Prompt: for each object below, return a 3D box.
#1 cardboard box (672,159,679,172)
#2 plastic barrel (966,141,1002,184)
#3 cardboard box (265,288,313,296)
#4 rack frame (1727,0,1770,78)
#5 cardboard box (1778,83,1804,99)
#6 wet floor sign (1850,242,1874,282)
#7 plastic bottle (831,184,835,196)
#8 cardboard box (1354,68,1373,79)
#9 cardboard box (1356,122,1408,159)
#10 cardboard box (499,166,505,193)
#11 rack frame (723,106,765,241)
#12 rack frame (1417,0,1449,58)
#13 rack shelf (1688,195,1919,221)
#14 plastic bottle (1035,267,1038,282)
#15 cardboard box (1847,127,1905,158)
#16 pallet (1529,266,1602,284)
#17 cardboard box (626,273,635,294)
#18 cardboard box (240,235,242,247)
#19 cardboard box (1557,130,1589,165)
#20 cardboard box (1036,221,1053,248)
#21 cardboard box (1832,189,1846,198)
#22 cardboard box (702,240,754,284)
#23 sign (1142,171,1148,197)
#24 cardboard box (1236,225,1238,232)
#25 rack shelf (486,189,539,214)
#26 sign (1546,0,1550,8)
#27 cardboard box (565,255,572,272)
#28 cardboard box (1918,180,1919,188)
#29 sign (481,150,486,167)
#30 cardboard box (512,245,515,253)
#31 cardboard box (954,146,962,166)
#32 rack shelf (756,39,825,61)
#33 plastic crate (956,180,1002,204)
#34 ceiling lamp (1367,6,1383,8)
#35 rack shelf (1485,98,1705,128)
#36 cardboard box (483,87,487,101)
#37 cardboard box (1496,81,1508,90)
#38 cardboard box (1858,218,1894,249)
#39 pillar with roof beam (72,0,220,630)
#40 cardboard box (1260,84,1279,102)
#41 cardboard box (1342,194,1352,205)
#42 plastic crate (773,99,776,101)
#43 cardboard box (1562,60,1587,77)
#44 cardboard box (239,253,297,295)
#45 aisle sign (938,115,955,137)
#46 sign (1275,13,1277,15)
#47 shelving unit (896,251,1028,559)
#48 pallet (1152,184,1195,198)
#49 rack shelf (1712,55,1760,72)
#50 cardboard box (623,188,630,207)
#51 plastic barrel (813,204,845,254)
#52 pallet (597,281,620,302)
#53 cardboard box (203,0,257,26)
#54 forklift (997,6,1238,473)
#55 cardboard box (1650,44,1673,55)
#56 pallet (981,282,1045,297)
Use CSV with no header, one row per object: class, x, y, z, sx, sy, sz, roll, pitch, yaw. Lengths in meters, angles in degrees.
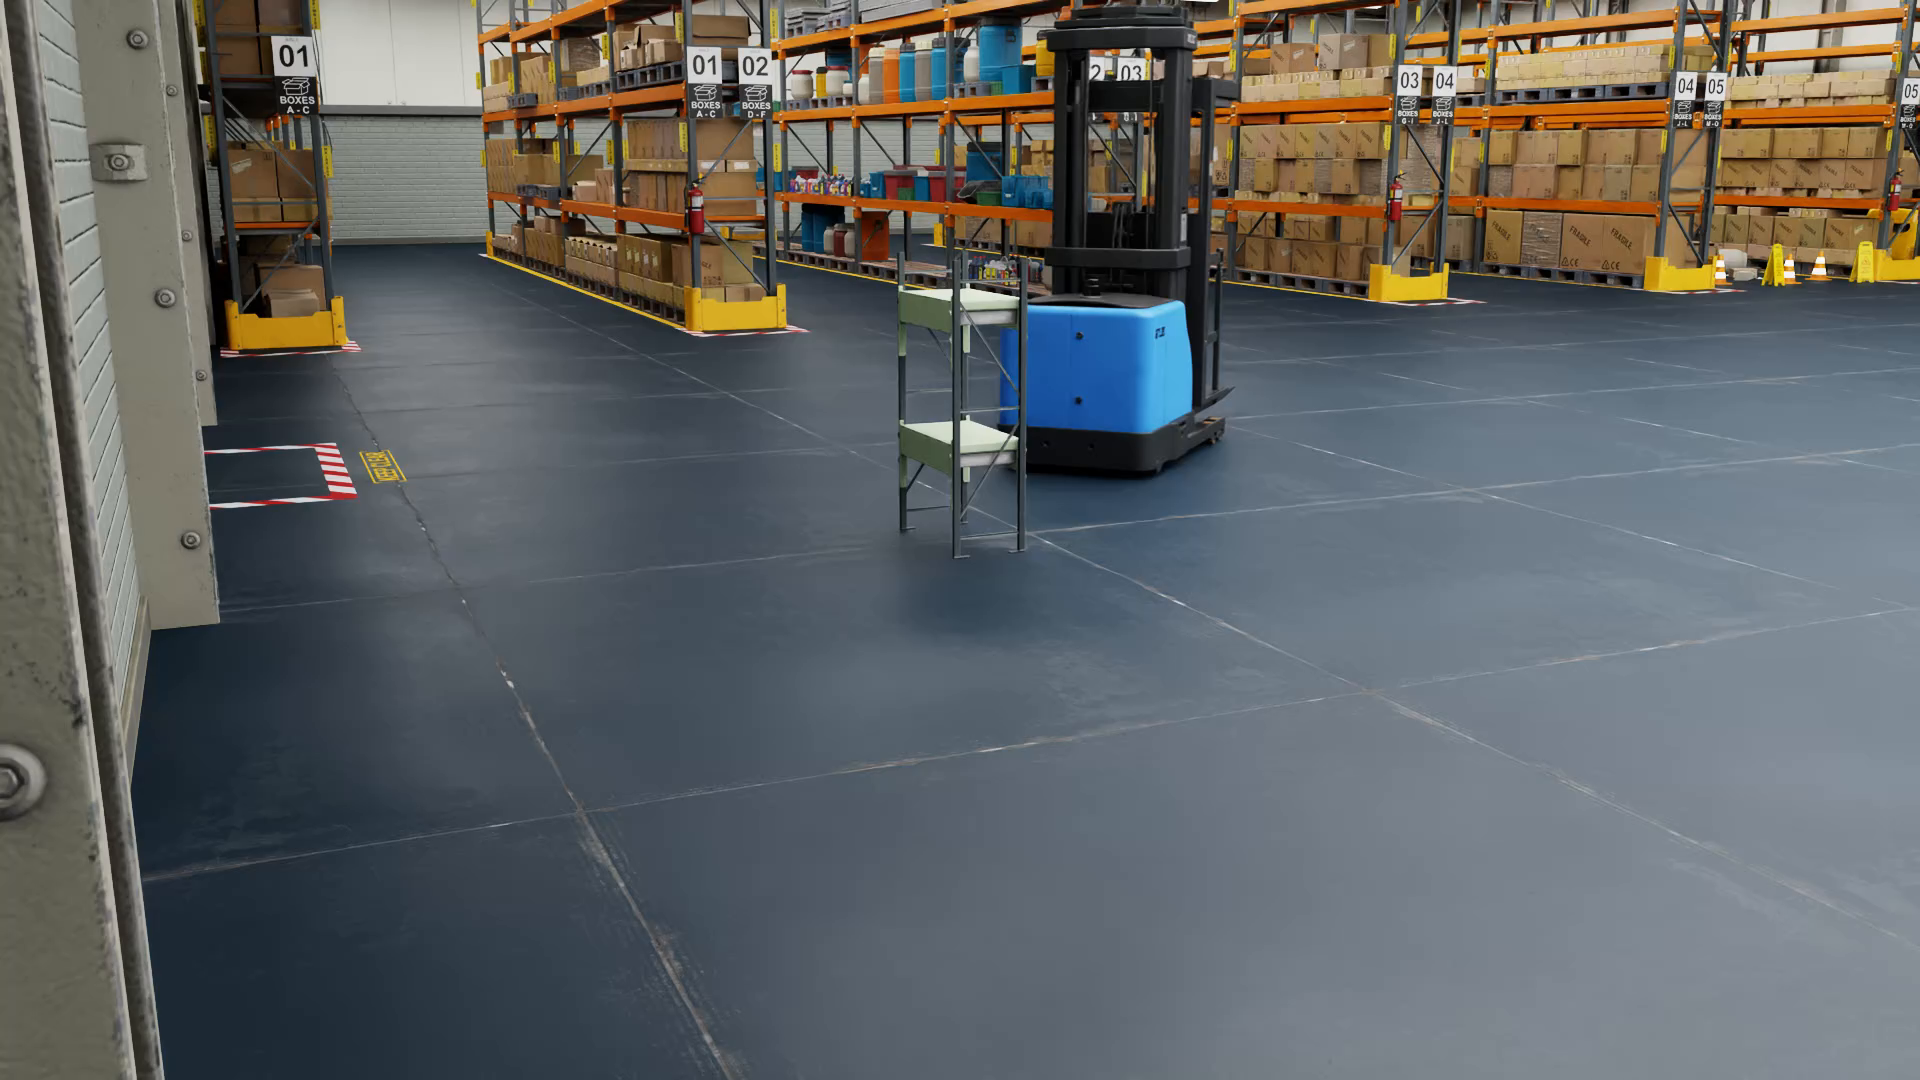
cardboard box,-3.300,-4.570,20.303,0.380,0.149,0.250,-5,14,-22
plastic barrel,0.396,-5.609,25.340,0.600,0.901,0.708,-6,14,-23
cardboard box,-7.625,-2.710,18.912,0.500,0.311,0.500,-4,14,-18
rack frame,16.835,-10.798,35.569,1.000,3.000,0.127,-6,14,-23
cardboard box,14.425,-7.703,28.521,0.500,0.250,0.500,-5,14,-22
wet floor sign,14.589,-4.491,26.842,0.267,0.644,0.232,-1,13,-4
plastic bottle,-2.238,-6.226,29.559,0.097,0.201,0.097,0,13,0
cardboard box,5.809,-6.601,23.536,0.380,0.149,0.250,-6,14,-25
cardboard box,5.967,-5.651,23.533,0.500,0.500,0.500,-6,14,-23
cardboard box,-8.529,-6.910,31.851,0.500,0.500,0.500,-5,14,-22
rack frame,-4.534,-7.737,35.646,1.000,3.000,0.127,-6,14,-23
rack frame,10.687,-11.176,37.199,1.000,3.000,0.127,-6,14,-23
rack shelf,14.692,-5.836,29.030,1.077,0.370,4.000,-6,14,-23
plastic bottle,1.135,-3.839,24.036,0.097,0.201,0.097,0,13,0
cardboard box,15.089,-6.540,27.377,0.700,0.500,0.500,-6,14,-24
pallet,10.122,-4.357,27.227,1.003,0.211,1.213,-6,14,-23
cardboard box,-4.164,-3.449,22.286,0.500,0.250,0.500,-6,14,-23
cardboard box,-12.413,-5.270,29.601,0.700,0.500,0.500,-6,14,-24
cardboard box,10.149,-6.316,26.780,0.875,0.550,0.500,-6,14,-23
cardboard box,2.240,-6.212,32.840,1.225,0.875,0.875,-6,14,-25
cardboard box,14.862,-5.806,27.862,0.380,0.149,0.250,-6,14,-24
cardboard box,-2.878,-3.449,20.623,0.500,0.500,0.500,-6,14,-23
sign,2.381,-4.615,21.543,0.100,0.325,0.005,-6,14,-23
cardboard box,6.156,-6.893,36.733,0.380,0.149,0.250,-6,14,-23
rack shelf,-8.273,-6.526,32.012,1.077,0.370,4.000,-6,14,-23
sign,11.782,-10.831,33.286,0.100,0.325,0.005,-6,14,-23
cardboard box,-5.929,-4.368,26.255,0.500,0.250,0.500,-6,14,-23
cardboard box,18.600,-6.876,31.707,0.500,0.500,0.500,-5,14,-22
sign,-9.571,-7.663,33.407,0.100,0.325,0.005,-6,14,-23
cardboard box,-8.165,-5.453,31.127,0.380,0.149,0.250,-6,14,-23
cardboard box,0.149,-8.394,36.497,0.500,0.500,0.500,-6,14,-24
rack shelf,-3.733,-9.701,33.310,1.077,0.370,4.000,-6,14,-23
plastic crate,0.366,-5.108,24.424,0.767,0.338,0.504,-6,14,-23
ceiling lamp,10.424,-15.638,43.536,2.000,3.185,0.800,-6,14,-23
rack shelf,10.197,-6.830,26.670,1.077,0.370,4.000,-6,14,-23
cardboard box,-9.107,-8.792,32.778,0.500,0.250,0.500,-6,14,-23
cardboard box,9.230,-7.618,27.886,0.380,0.149,0.250,-6,14,-24
cardboard box,15.414,-5.200,28.191,0.500,0.500,0.500,-6,14,-25
pillar with roof beam,0.476,-4.435,8.076,9.100,9.000,0.400,-6,14,-23
cardboard box,4.973,-6.868,25.574,0.500,0.250,0.500,-6,14,-23
cardboard box,5.777,-4.948,24.154,0.380,0.149,0.250,-6,14,-23
plastic crate,-3.929,-8.655,33.222,0.437,0.282,0.530,-6,14,-23
cardboard box,9.945,-7.479,26.401,0.500,0.250,0.500,-5,14,-22
cardboard box,-9.115,-3.510,21.950,0.700,0.500,0.500,-5,14,-21
aisle sign,-0.300,-9.438,37.233,0.394,0.787,0.004,-6,14,-23
sign,6.698,-11.291,35.276,0.100,0.325,0.005,-6,14,-23
shelving unit,0.003,-0.729,8.695,0.431,1.500,0.755,-6,14,-23
pallet,4.039,-6.033,28.708,1.003,0.211,1.213,-6,14,-23
rack shelf,16.034,-10.666,37.481,1.077,0.370,4.000,-6,14,-23
cardboard box,-4.504,-4.836,23.443,0.500,0.250,0.500,-5,14,-19
plastic barrel,-2.446,-5.832,31.140,0.600,0.901,0.708,-6,14,-23
pallet,-4.598,-3.601,23.961,1.003,0.211,1.213,-6,14,-23
cardboard box,-7.615,-5.609,17.315,0.500,0.500,0.500,-5,14,-20
forklift,1.273,-2.140,11.617,1.130,2.935,3.031,5,14,22
cardboard box,10.553,-7.325,24.851,0.380,0.149,0.250,-5,14,-22
pallet,0.996,-3.504,23.542,1.003,0.211,1.213,-6,14,-23
